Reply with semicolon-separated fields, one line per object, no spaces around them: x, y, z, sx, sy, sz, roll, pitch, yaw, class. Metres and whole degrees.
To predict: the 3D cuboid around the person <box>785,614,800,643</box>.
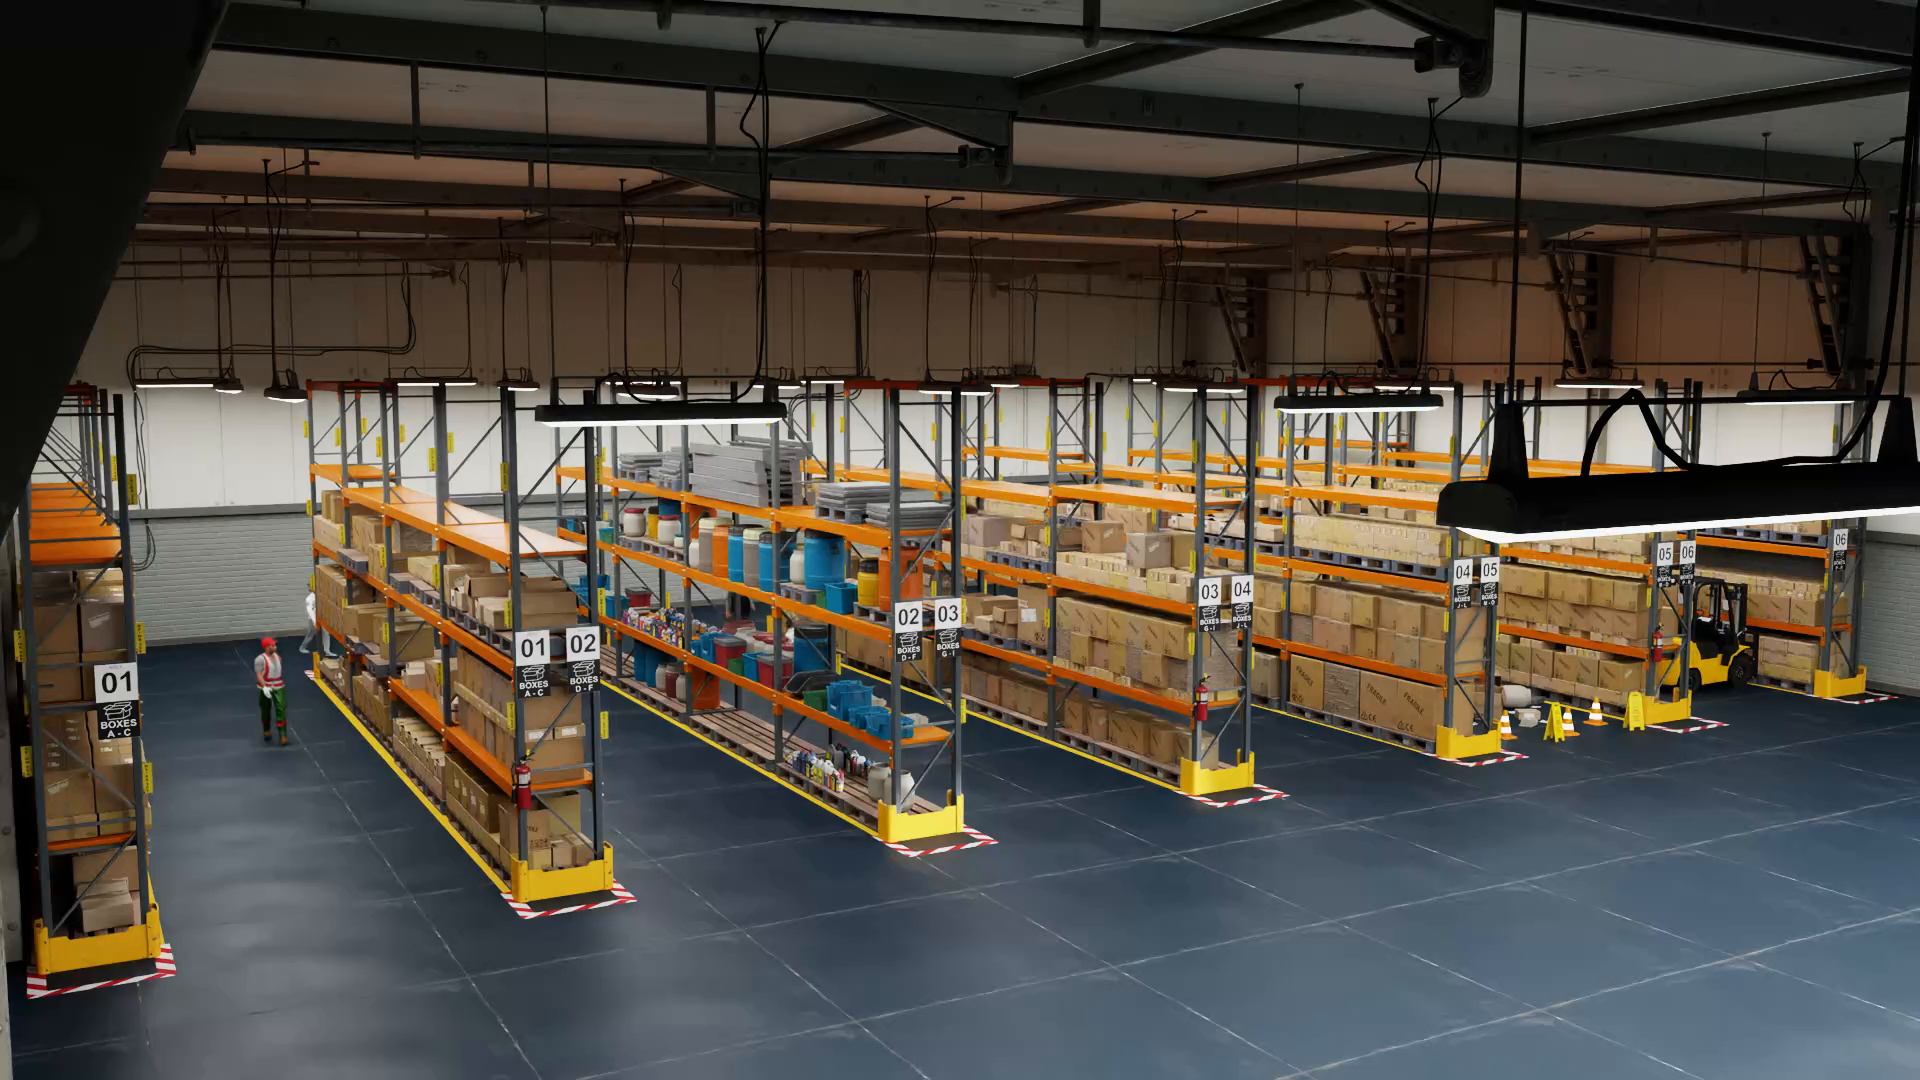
-2.986;2.159;30.282;0.441;1.651;0.937;-5;8;-38;person

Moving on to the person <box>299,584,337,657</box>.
-13.889;1.703;35.874;0.939;1.640;0.516;4;7;30;person

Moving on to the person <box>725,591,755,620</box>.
-4.827;1.626;36.569;0.624;1.725;0.940;-3;7;-28;person

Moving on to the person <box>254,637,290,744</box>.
-11.526;2.492;27.782;0.466;1.743;0.975;-4;7;-31;person
